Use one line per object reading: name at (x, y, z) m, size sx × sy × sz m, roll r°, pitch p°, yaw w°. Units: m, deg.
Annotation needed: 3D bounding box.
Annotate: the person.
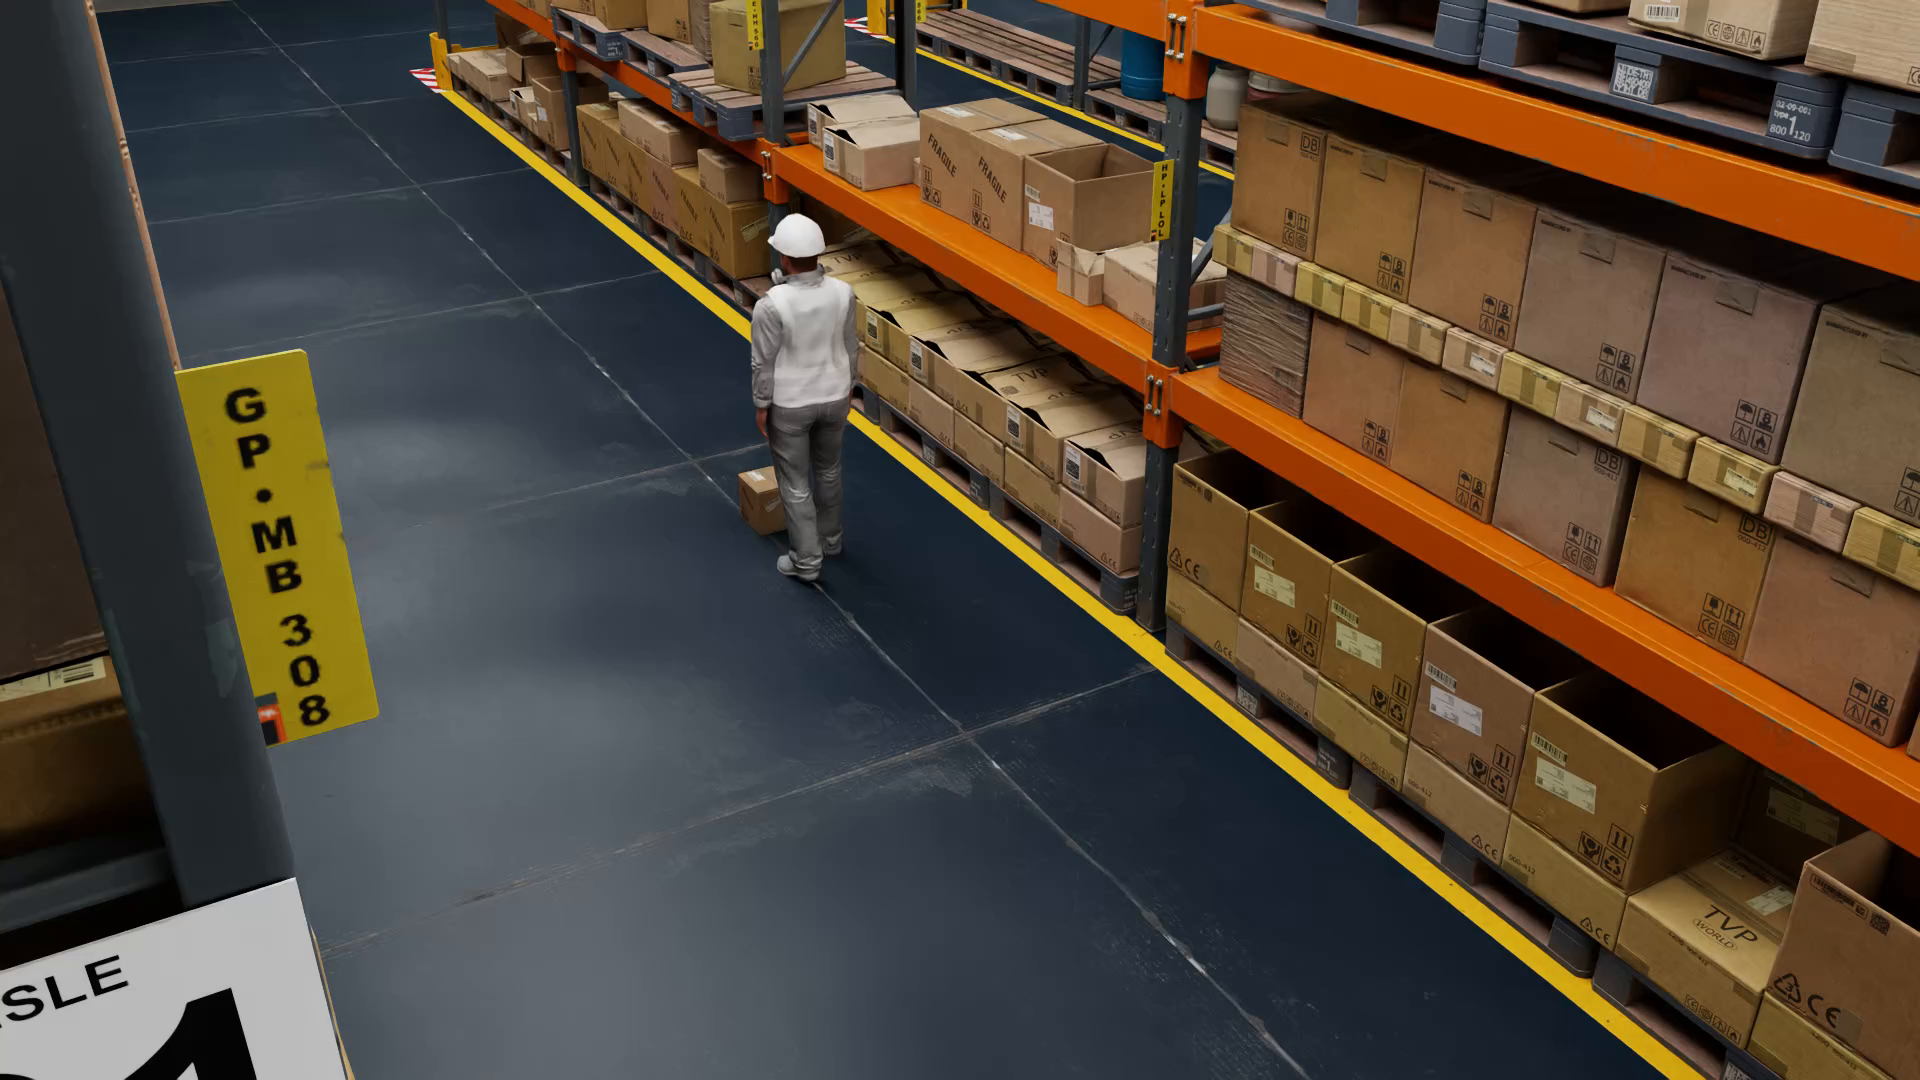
person at (-0.744, -0.678, 7.845) m, size 0.539 × 1.785 × 0.519 m, roll -15°, pitch 32°, yaw -25°
